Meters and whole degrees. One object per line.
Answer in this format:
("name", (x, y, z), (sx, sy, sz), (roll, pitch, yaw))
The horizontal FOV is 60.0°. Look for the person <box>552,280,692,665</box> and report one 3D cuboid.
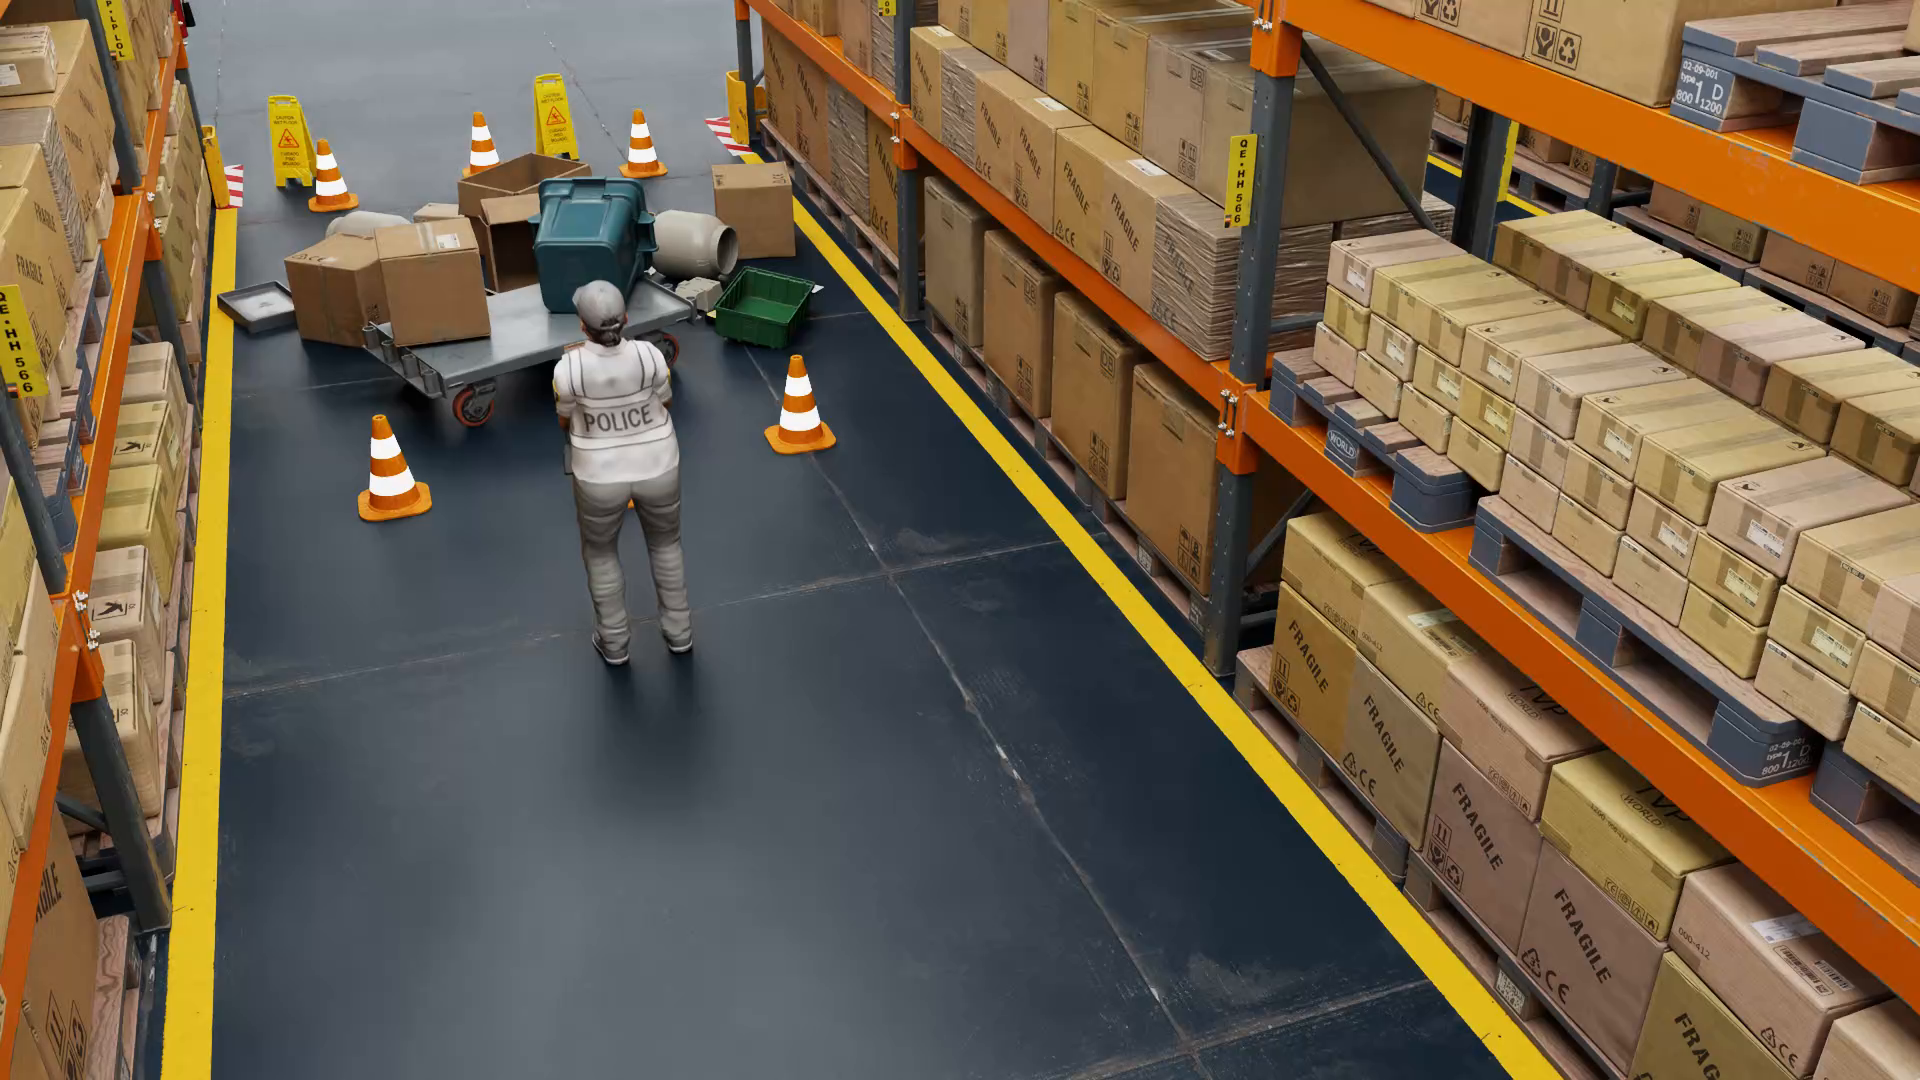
("person", (-1.359, -0.295, 6.647), (0.453, 1.653, 0.535), (-10, 32, -17))
